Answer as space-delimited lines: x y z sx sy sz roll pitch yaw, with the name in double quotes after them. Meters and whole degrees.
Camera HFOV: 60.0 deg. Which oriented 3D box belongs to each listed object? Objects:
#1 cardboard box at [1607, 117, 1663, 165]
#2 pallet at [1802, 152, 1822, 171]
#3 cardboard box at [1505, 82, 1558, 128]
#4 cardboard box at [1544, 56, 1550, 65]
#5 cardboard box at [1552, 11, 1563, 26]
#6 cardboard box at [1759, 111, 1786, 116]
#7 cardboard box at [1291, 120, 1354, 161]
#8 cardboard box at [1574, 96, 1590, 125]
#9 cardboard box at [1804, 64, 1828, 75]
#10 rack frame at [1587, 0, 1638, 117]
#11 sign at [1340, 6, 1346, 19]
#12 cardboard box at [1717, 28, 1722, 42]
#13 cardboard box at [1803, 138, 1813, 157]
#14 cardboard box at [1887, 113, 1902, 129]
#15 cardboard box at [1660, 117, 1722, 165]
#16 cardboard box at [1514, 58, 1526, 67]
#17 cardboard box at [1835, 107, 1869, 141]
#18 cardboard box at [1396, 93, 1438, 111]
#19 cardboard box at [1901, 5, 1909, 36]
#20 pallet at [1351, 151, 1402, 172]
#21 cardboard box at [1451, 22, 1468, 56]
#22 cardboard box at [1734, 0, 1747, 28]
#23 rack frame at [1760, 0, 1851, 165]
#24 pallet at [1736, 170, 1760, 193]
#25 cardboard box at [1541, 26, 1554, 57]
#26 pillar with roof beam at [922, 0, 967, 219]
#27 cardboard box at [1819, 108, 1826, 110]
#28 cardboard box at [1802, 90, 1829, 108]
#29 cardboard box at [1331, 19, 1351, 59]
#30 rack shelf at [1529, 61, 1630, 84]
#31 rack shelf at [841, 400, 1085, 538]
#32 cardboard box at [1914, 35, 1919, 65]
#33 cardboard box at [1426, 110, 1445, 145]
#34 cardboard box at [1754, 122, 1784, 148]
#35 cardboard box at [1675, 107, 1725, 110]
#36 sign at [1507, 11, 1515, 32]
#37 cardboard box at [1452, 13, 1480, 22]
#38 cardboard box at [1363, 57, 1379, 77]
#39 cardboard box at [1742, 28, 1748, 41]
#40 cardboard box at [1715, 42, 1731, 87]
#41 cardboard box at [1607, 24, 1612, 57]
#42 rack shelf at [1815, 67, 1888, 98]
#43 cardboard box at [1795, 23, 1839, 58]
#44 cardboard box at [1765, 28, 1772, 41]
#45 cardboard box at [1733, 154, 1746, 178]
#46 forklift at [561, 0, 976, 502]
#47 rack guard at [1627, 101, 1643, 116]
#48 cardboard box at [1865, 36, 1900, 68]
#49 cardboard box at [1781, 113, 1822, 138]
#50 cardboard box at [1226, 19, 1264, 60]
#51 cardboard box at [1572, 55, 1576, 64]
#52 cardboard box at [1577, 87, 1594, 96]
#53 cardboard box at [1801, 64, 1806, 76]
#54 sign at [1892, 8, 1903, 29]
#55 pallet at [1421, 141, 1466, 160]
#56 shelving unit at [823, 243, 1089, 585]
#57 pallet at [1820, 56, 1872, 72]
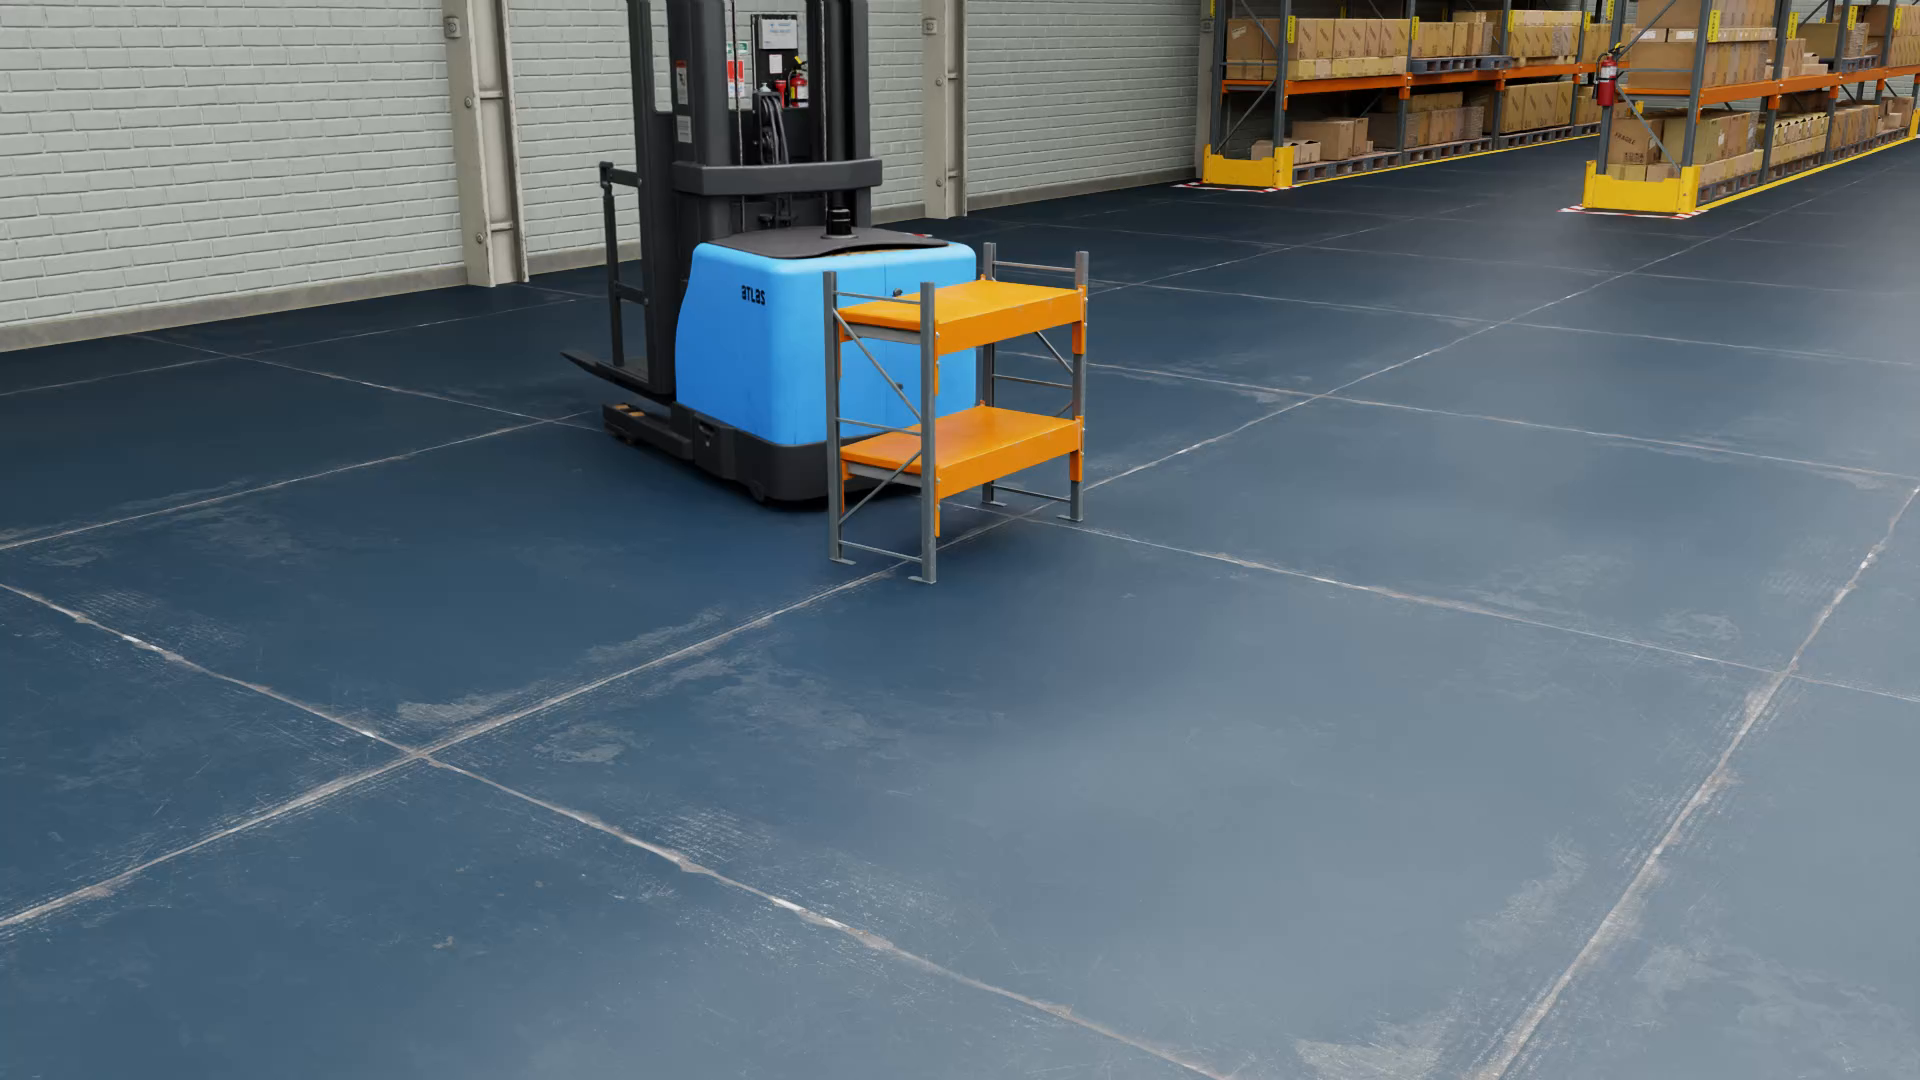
7.751 -4.605 19.177 0.500 0.500 0.500 12 21 35 "cardboard box"
11.916 -5.563 24.303 1.003 0.211 1.213 12 21 35 "pallet"
10.030 -7.695 29.383 0.750 0.750 0.750 13 22 36 "cardboard box"
10.074 -8.376 29.047 0.380 0.149 0.250 12 21 33 "cardboard box"
10.151 -9.071 28.927 0.500 0.250 0.500 13 21 36 "cardboard box"
11.890 -6.167 24.526 0.500 0.311 0.500 13 22 37 "cardboard box"
4.992 -5.520 22.935 0.700 0.500 0.500 11 20 31 "cardboard box"
11.368 -8.078 31.206 0.700 0.500 0.500 13 21 35 "cardboard box"
12.124 -6.701 23.689 0.380 0.149 0.250 12 21 35 "cardboard box"
13.224 -9.864 33.450 1.000 3.000 0.127 12 21 35 "rack frame"
5.626 -7.656 24.388 0.100 0.325 0.005 12 21 35 "sign"
8.383 -5.714 18.824 0.380 0.149 0.250 13 21 35 "cardboard box"
11.714 -5.561 23.520 0.500 0.250 0.500 13 21 36 "cardboard box"
16.488 -7.493 29.708 0.500 0.250 0.500 12 21 35 "cardboard box"
8.466 -4.632 19.266 0.500 0.500 0.500 12 21 35 "cardboard box"
9.223 -7.993 27.813 0.380 0.149 0.250 13 22 36 "cardboard box"
14.157 -6.649 26.571 0.500 0.500 0.500 13 21 35 "cardboard box"
7.066 -6.789 25.755 0.500 0.250 0.500 12 21 33 "cardboard box"
15.635 -8.748 28.000 0.500 0.500 0.500 12 21 33 "cardboard box"
5.702 -5.508 24.125 1.003 0.211 1.213 12 21 35 "pallet"
7.461 -7.802 25.900 0.700 0.500 0.500 12 21 35 "cardboard box"
8.898 -6.333 19.724 0.700 0.500 0.500 12 21 35 "cardboard box"
12.438 -7.084 24.498 1.000 3.000 0.127 12 21 35 "rack frame"
9.547 -4.618 21.258 1.003 0.211 1.213 12 21 35 "pallet"
9.872 -8.595 28.659 0.500 0.500 0.500 13 22 36 "cardboard box"
3.295 -7.048 14.266 9.100 9.000 0.400 12 21 35 "pillar with roof beam"
13.423 -6.614 26.457 0.500 0.500 0.500 11 21 33 "cardboard box"
13.741 -7.101 26.761 0.500 0.250 0.500 12 21 35 "cardboard box"
4.832 -6.648 22.048 0.500 0.500 0.500 12 21 33 "cardboard box"
12.032 -9.044 32.023 1.077 0.370 4.000 12 21 35 "rack shelf"
0.004 -0.305 6.655 0.538 0.278 1.000 12 21 35 "rack shelf"
16.850 -8.758 29.721 0.500 0.500 0.500 13 21 35 "cardboard box"
7.103 -6.447 25.919 0.700 0.500 0.500 13 21 35 "cardboard box"
10.501 -5.341 21.868 0.500 0.311 0.500 13 21 35 "cardboard box"
9.527 -5.322 21.487 0.500 0.500 0.500 12 21 35 "cardboard box"
8.899 -8.380 26.853 0.100 0.325 0.005 12 21 35 "sign"
8.096 -8.360 26.601 0.380 0.149 0.250 9 19 26 "cardboard box"
5.444 -6.538 22.958 0.500 0.250 0.500 12 21 34 "cardboard box"
9.151 -6.020 19.810 0.380 0.149 0.250 13 22 36 "cardboard box"
8.569 -5.579 19.482 0.700 0.500 0.500 13 21 35 "cardboard box"
12.042 -9.529 31.865 0.980 0.700 0.700 11 20 32 "cardboard box"
13.629 -7.217 26.139 1.077 0.370 4.000 12 21 35 "rack shelf"
12.722 -7.502 24.968 0.700 0.500 0.500 5 18 16 "cardboard box"
9.915 -6.328 20.800 0.380 0.149 0.250 12 21 34 "cardboard box"
9.362 -4.631 20.526 0.500 0.250 0.500 12 21 35 "cardboard box"
-1.151 -1.943 8.059 1.130 2.935 3.031 -11 20 -32 "forklift"
13.238 -8.676 33.839 1.175 0.500 0.348 12 21 35 "rack guard"
15.343 -8.158 27.787 0.500 0.500 0.500 13 22 36 "cardboard box"
12.019 -5.946 23.816 0.500 0.311 0.500 12 21 34 "cardboard box"
3.801 -6.499 21.569 0.500 0.500 0.500 12 21 34 "cardboard box"
10.866 -8.670 29.996 0.380 0.149 0.250 13 21 35 "cardboard box"
11.719 -8.437 31.268 0.380 0.149 0.250 13 22 37 "cardboard box"
11.723 -6.651 23.525 0.380 0.149 0.250 14 22 39 "cardboard box"
15.269 -8.493 27.081 0.100 0.325 0.005 12 21 35 "sign"
7.263 -6.152 26.198 1.003 0.211 1.213 12 21 35 "pallet"
0.004 -0.539 6.582 0.538 1.125 1.048 12 21 35 "shelving unit"
13.593 -7.457 26.021 1.003 0.211 1.213 12 21 35 "pallet"
